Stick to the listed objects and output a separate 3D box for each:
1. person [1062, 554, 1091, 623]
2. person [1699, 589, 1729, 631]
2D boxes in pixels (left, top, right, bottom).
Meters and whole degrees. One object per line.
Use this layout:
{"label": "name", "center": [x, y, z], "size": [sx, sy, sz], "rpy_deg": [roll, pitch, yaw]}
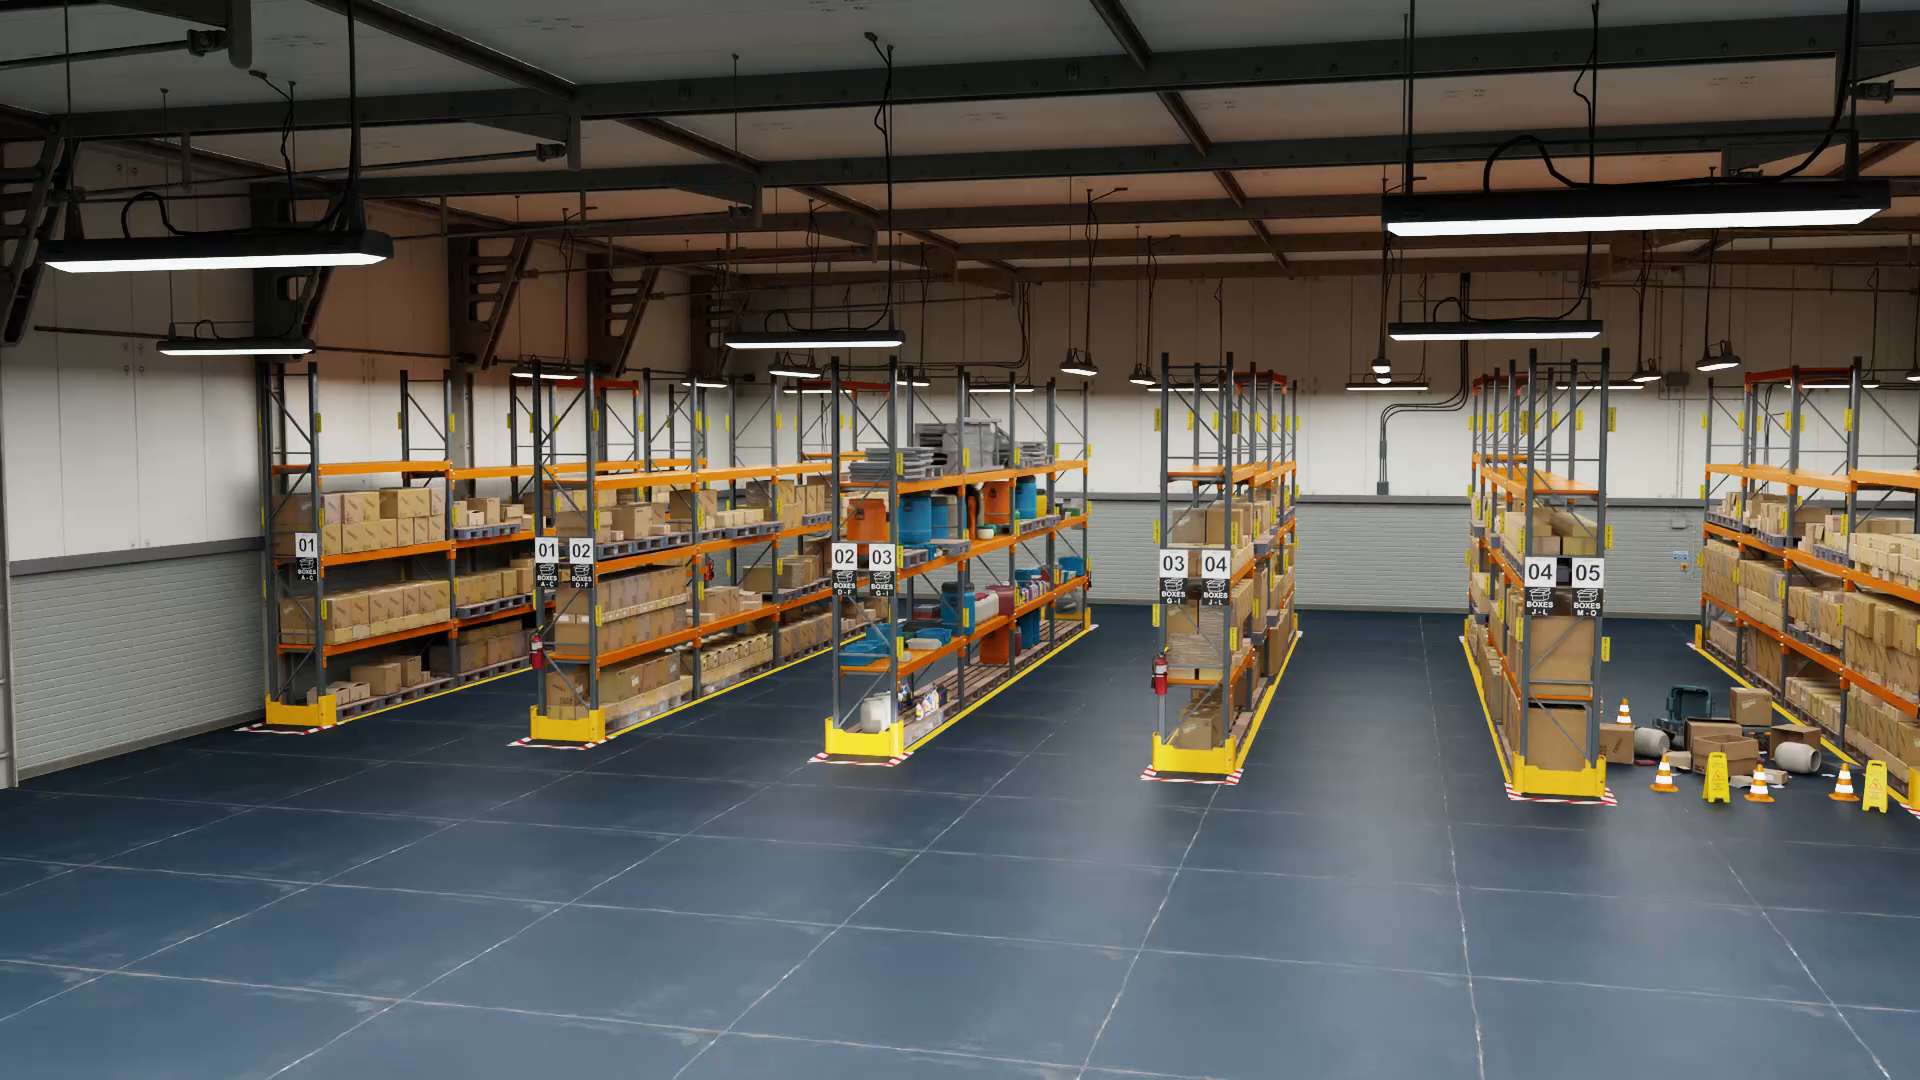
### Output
{"label": "person", "center": [2.877, 1.213, 41.483], "size": [0.815, 1.760, 0.690], "rpy_deg": [2, 5, 28]}
{"label": "person", "center": [17.664, 1.411, 38.907], "size": [0.873, 1.673, 0.618], "rpy_deg": [0, 4, 2]}
